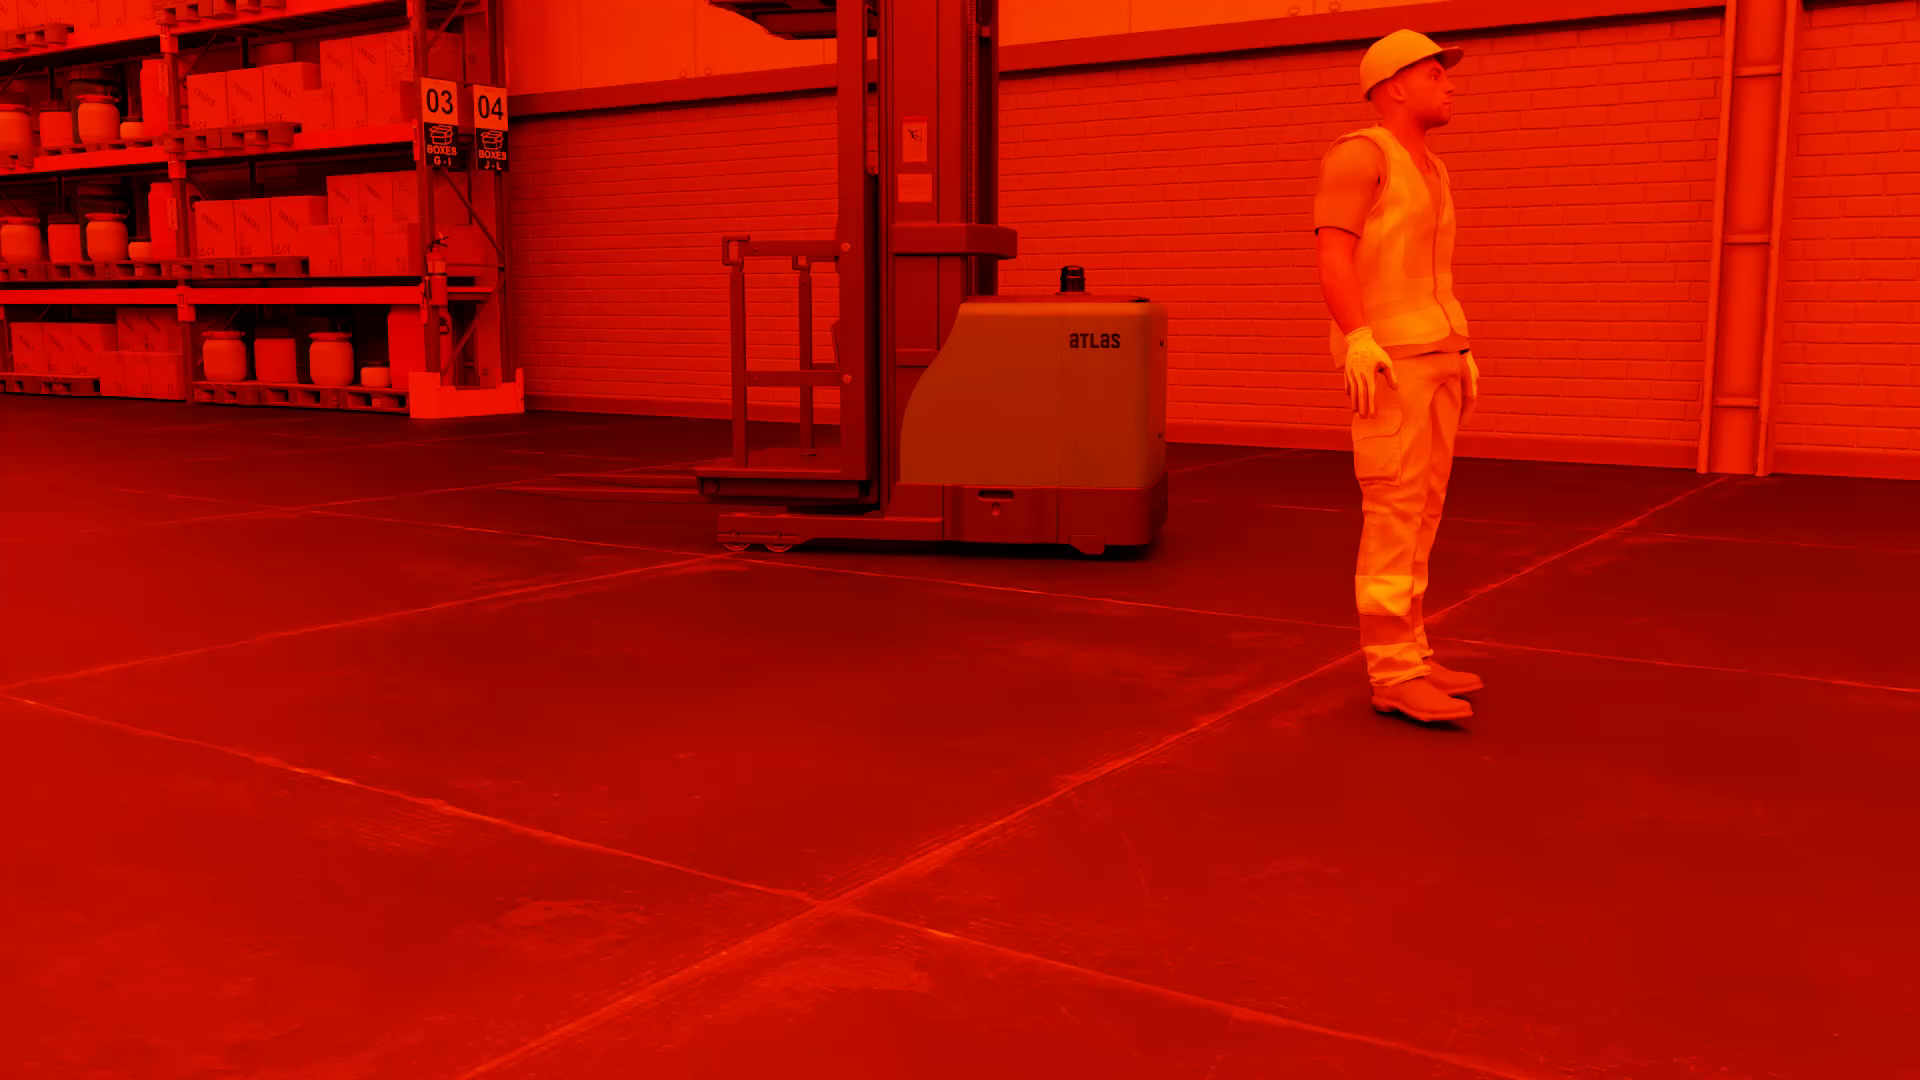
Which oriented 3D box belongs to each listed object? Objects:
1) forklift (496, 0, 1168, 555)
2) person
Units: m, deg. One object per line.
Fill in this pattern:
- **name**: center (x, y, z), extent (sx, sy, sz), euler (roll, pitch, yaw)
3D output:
- **forklift**: center (-0.596, -1.469, 7.520), extent (3.031, 2.935, 1.130), euler (2, 8, 12)
- **person**: center (1.252, -0.462, 4.446), extent (0.564, 1.787, 0.637), euler (7, 11, 42)
